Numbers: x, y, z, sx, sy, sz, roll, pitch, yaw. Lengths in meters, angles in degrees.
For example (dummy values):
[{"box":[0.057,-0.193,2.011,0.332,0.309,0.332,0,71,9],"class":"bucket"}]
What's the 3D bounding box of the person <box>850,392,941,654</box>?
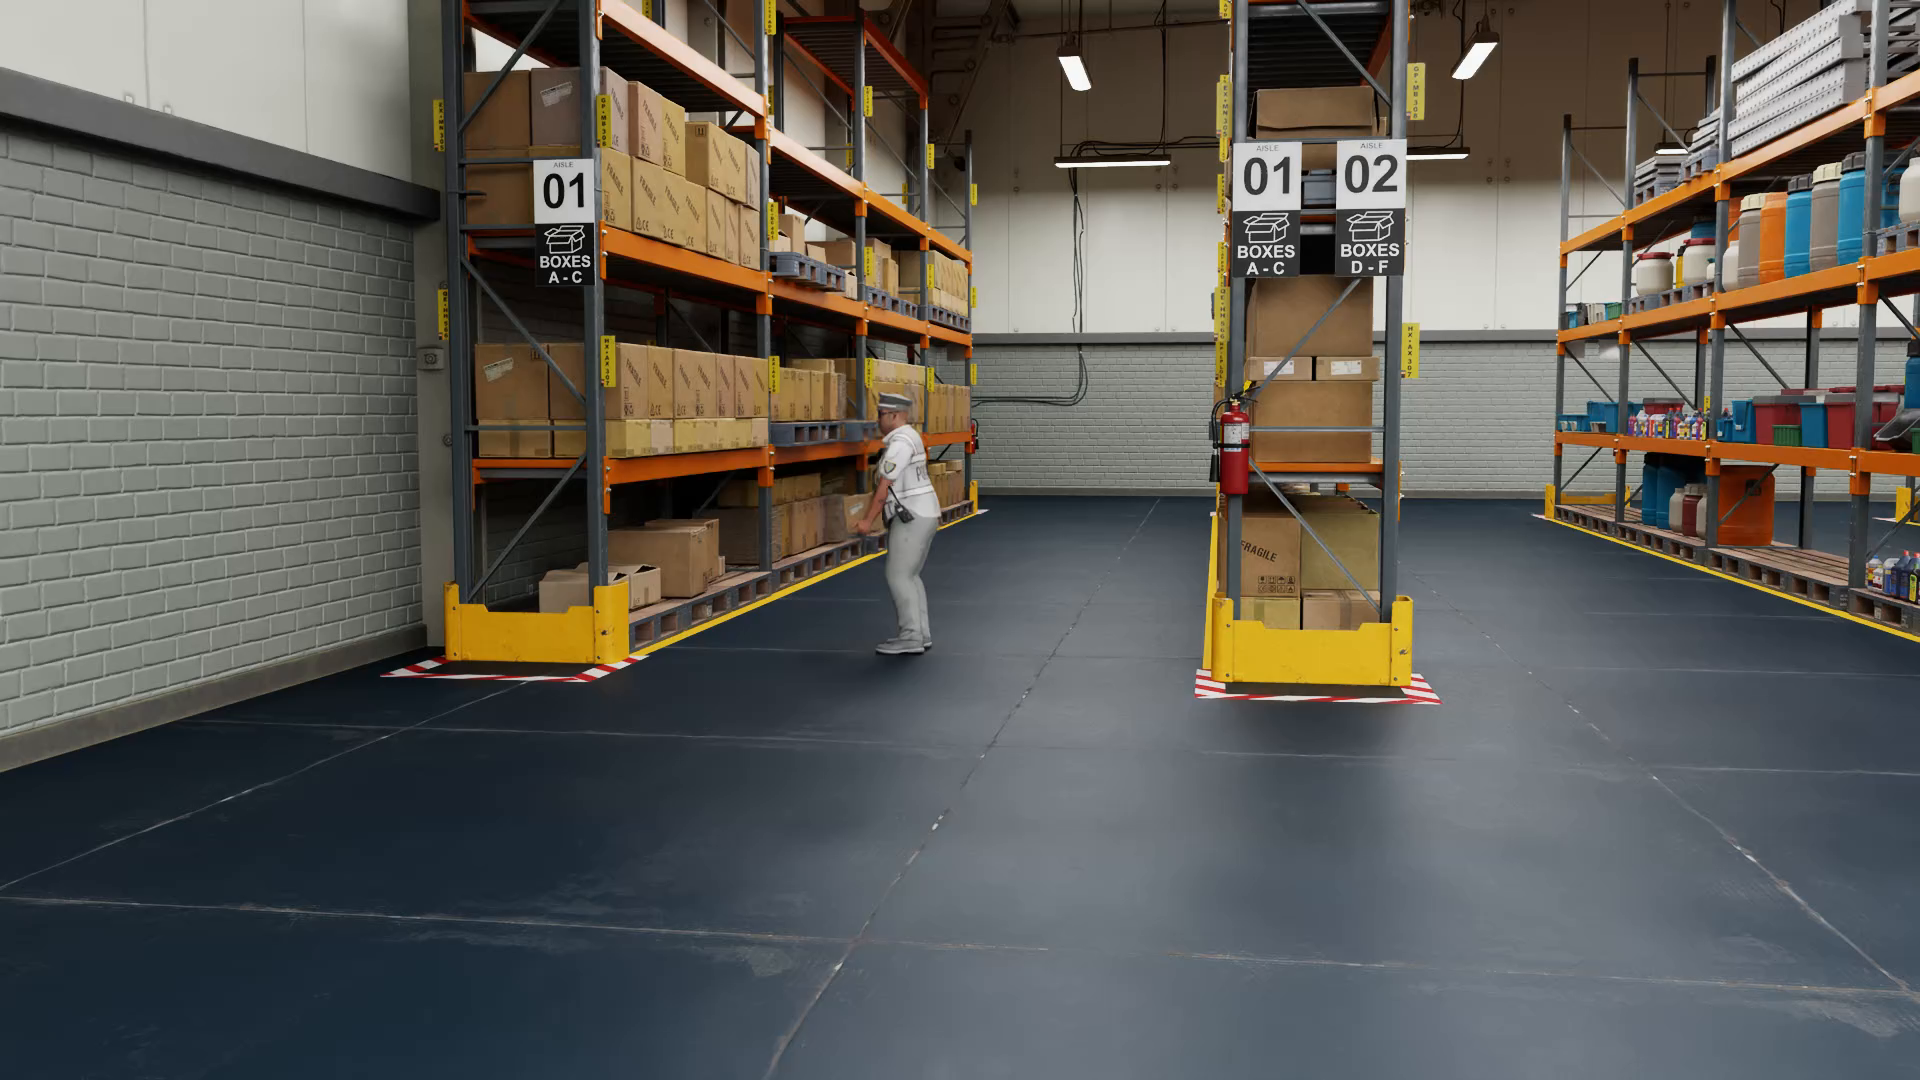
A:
[{"box":[-0.427,-0.115,11.185,0.589,1.745,0.487,1,4,8],"class":"person"}]
